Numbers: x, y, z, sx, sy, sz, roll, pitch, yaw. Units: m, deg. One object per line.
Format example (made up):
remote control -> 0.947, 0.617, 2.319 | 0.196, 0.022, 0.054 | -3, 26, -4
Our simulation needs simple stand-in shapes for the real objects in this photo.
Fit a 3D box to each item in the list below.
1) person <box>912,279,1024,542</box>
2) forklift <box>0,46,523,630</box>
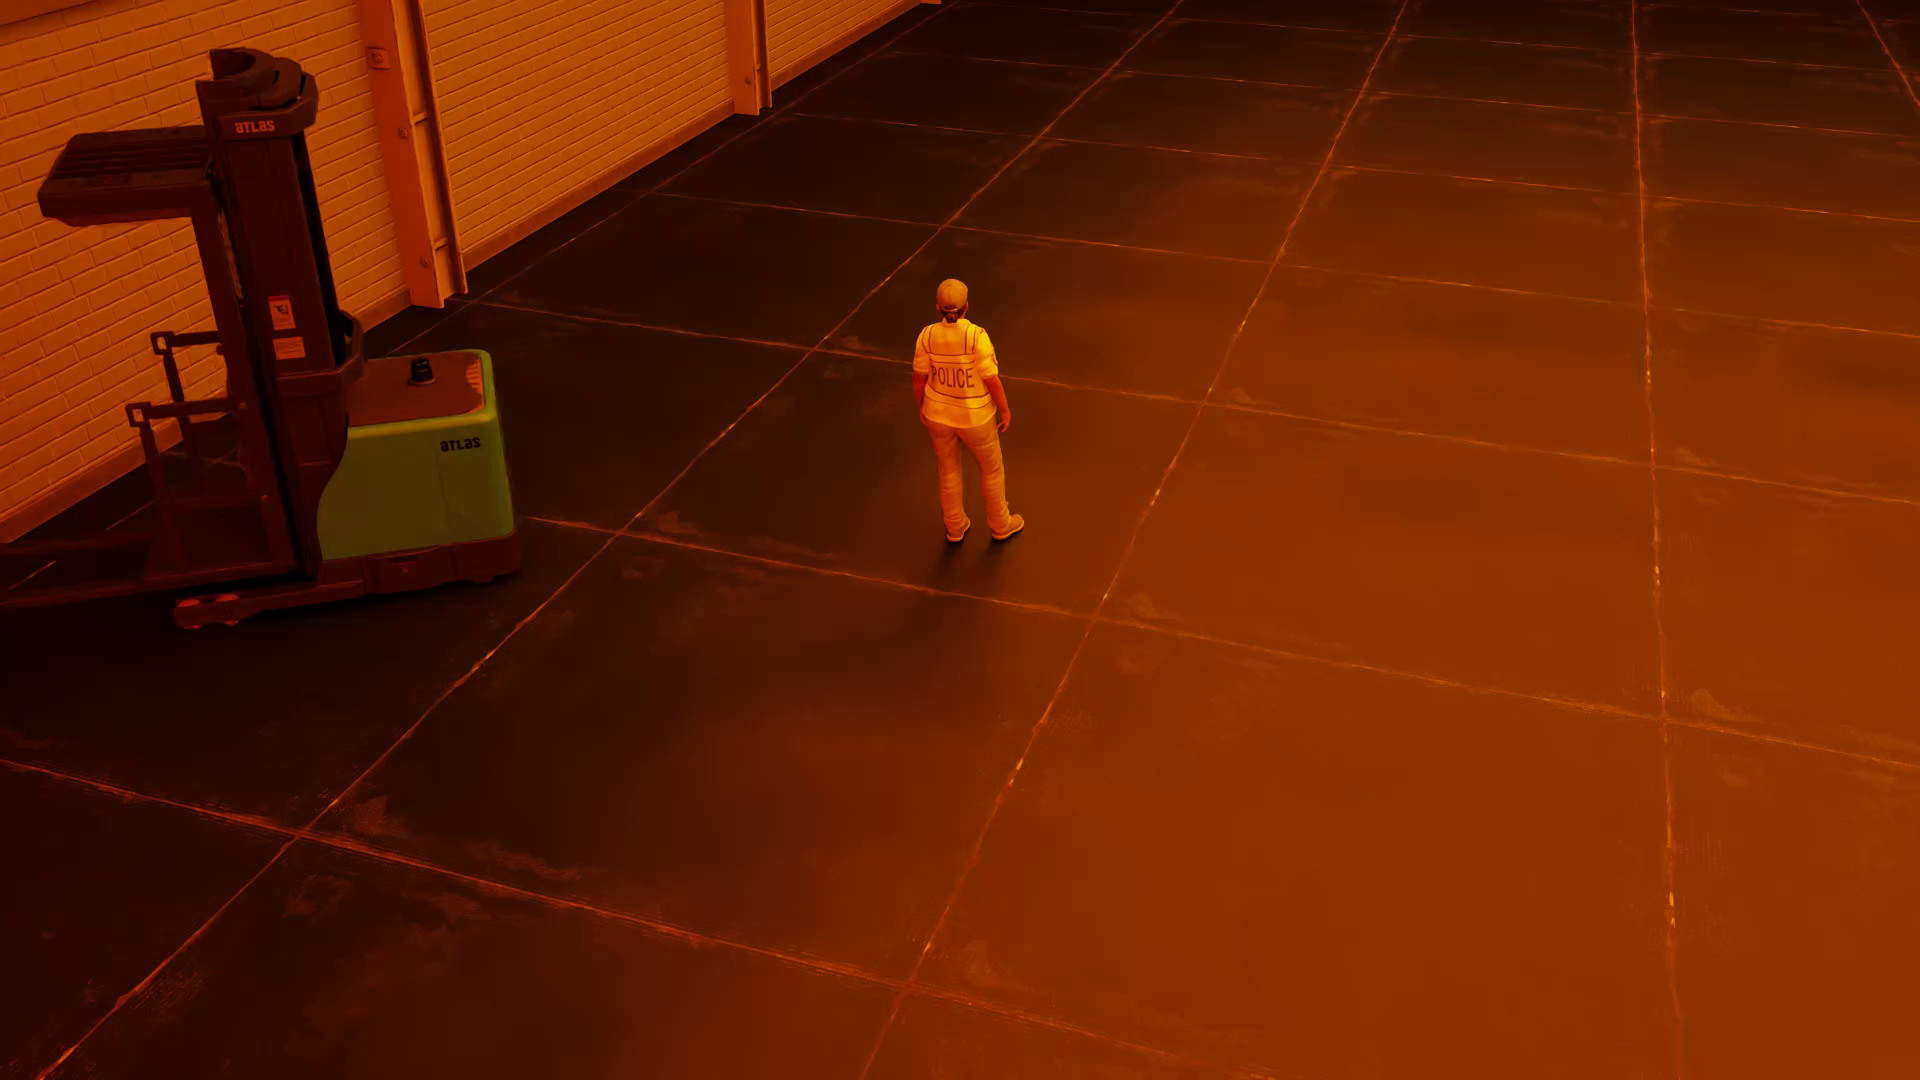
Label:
person -> 0.047, -0.762, 9.736 | 0.598, 1.670, 0.529 | 10, 31, 16
forklift -> -4.126, -1.068, 9.010 | 3.031, 2.935, 1.130 | -8, 31, -14
